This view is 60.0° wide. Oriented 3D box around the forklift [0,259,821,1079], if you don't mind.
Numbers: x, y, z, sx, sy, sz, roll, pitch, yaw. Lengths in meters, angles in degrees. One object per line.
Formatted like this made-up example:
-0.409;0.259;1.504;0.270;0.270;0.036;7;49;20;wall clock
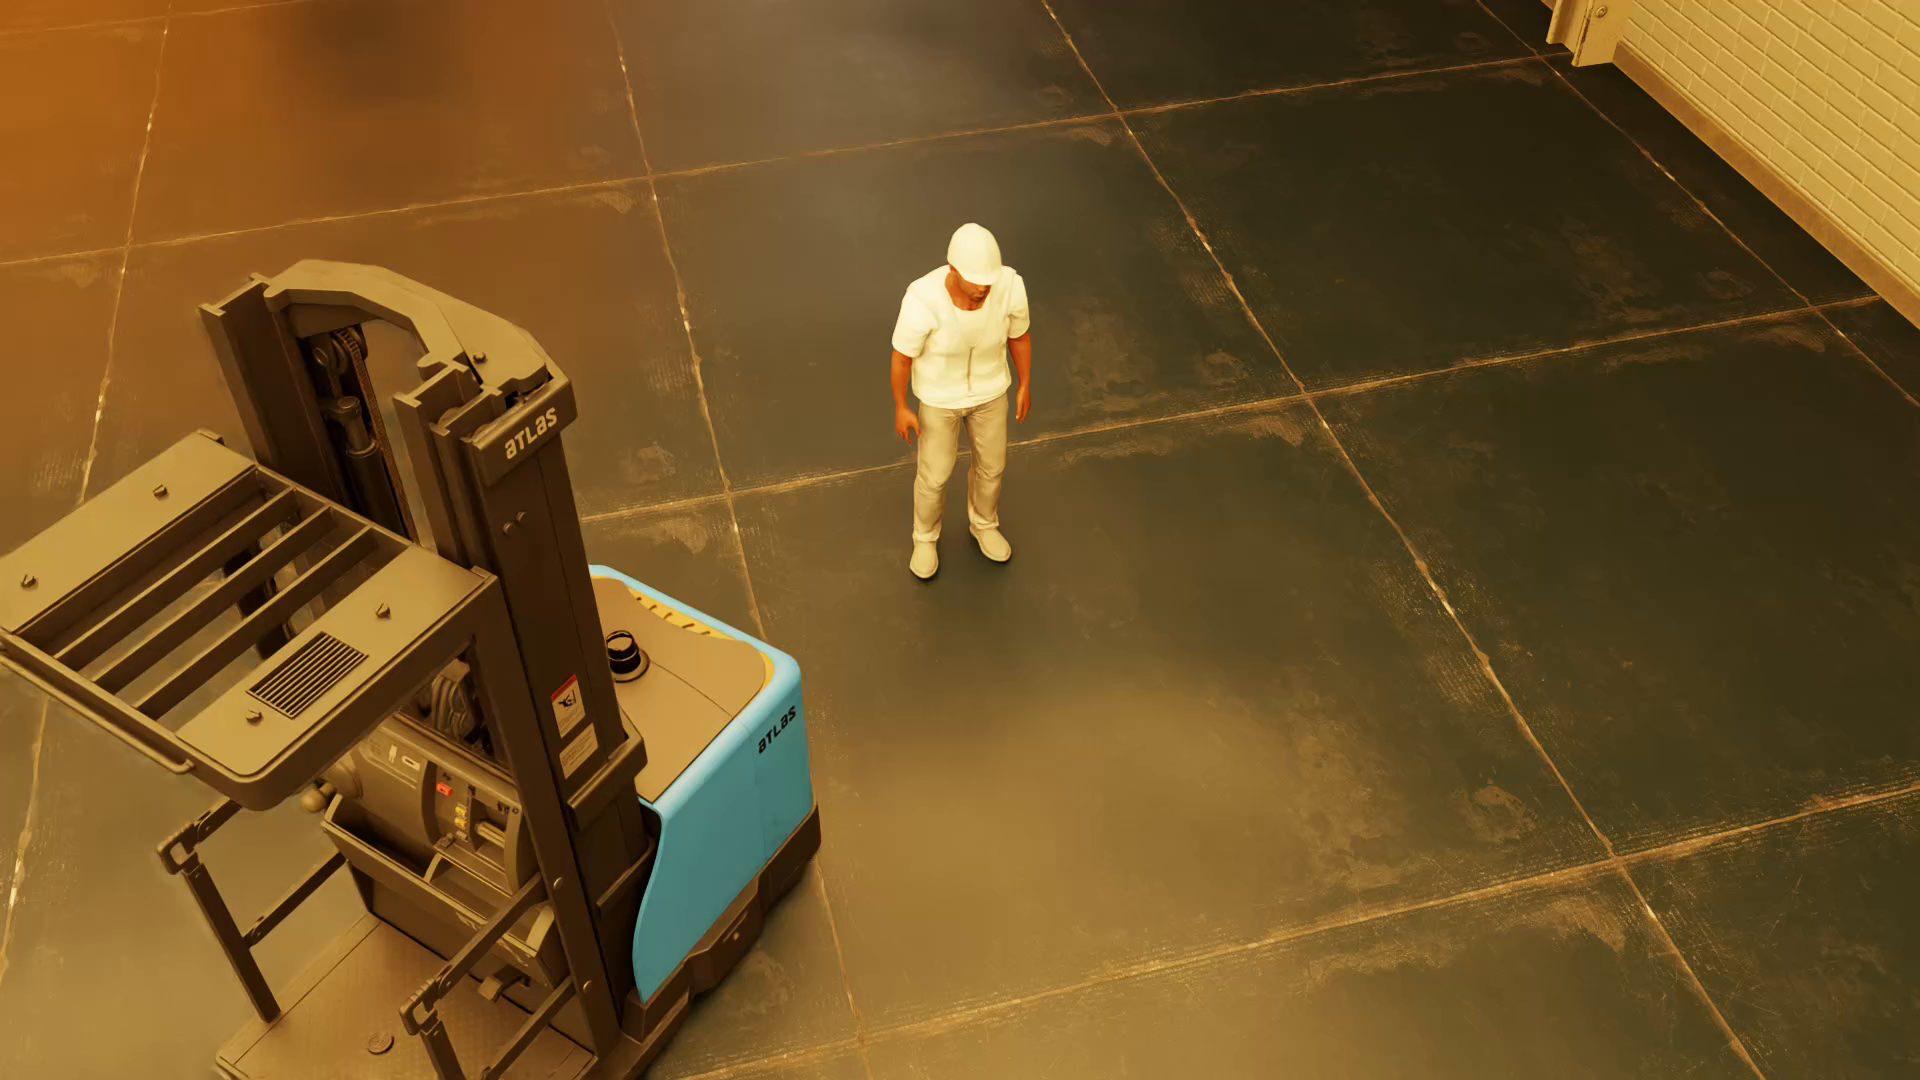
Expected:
-1.749;0.815;4.783;1.130;2.935;3.031;23;48;23;forklift

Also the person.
0.018;-0.613;7.149;0.626;1.760;0.460;-12;45;-12;person
